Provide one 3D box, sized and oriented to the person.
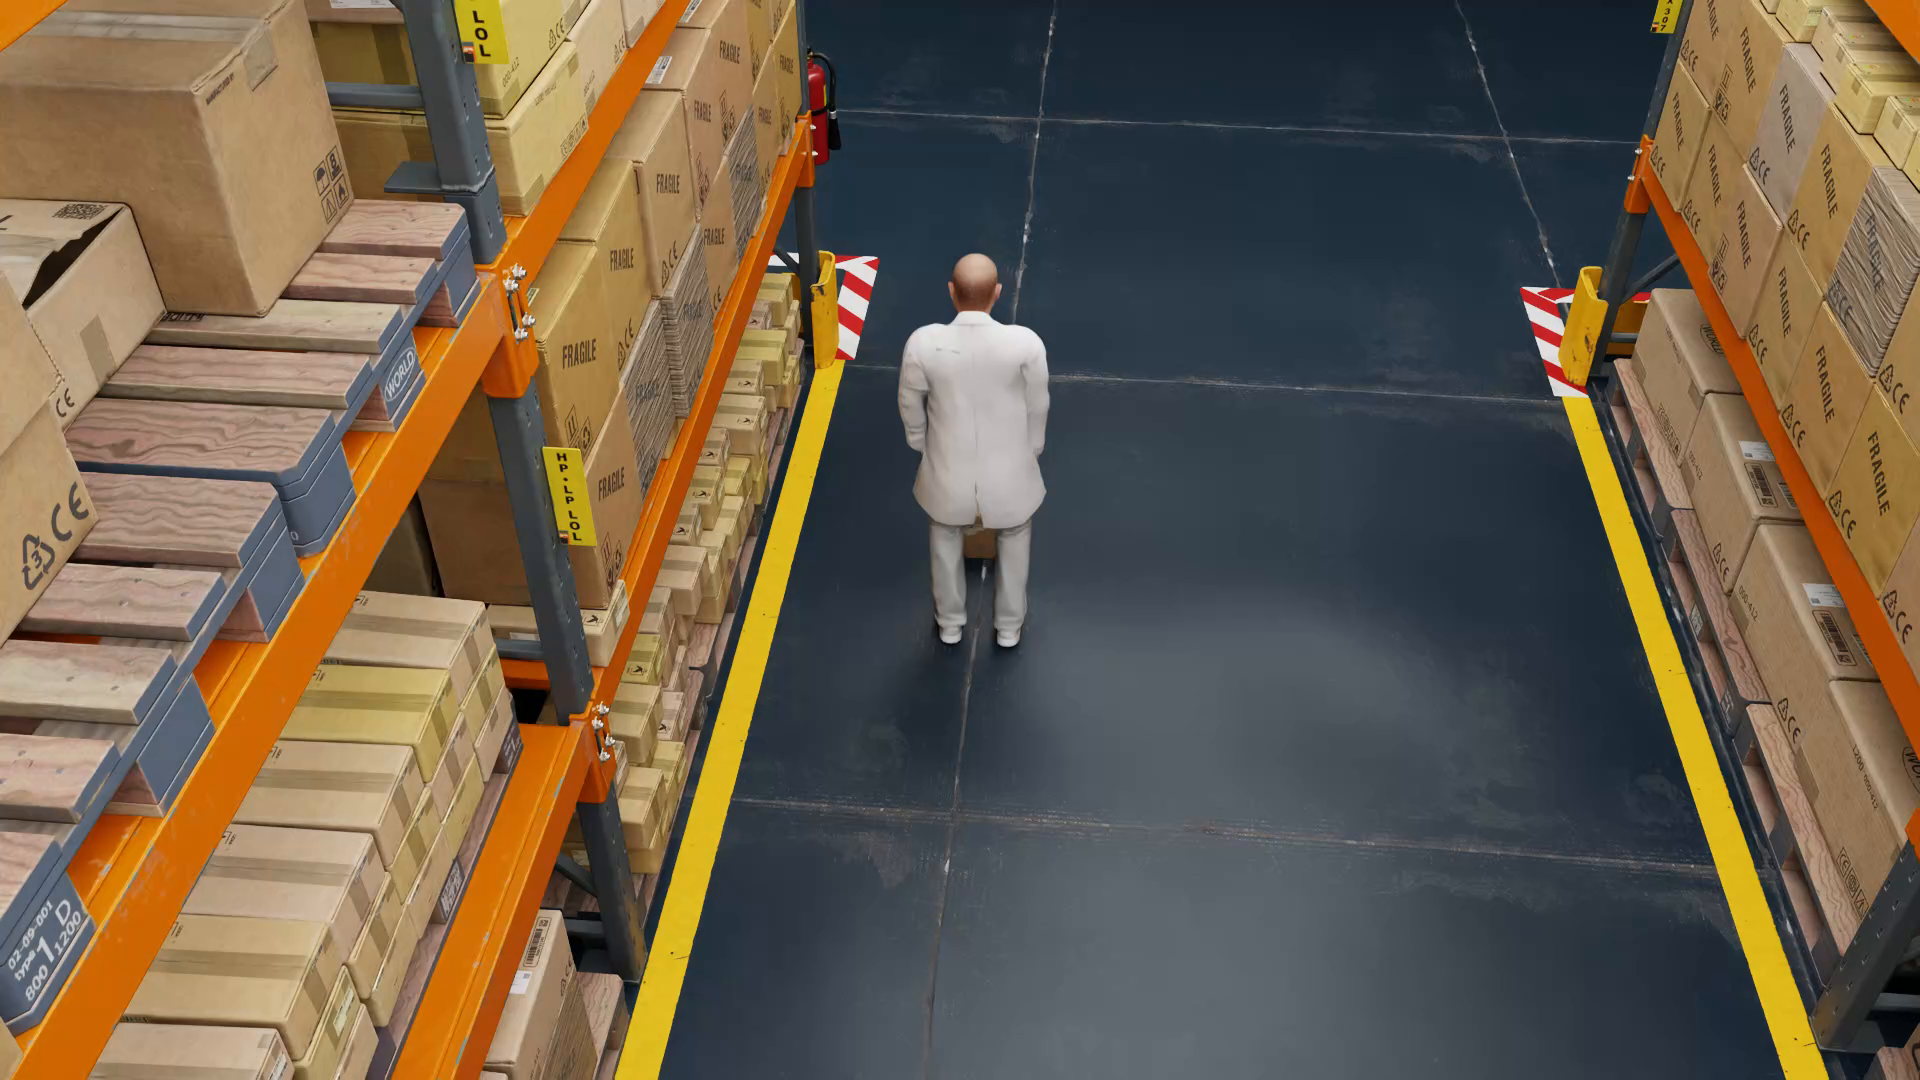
[{"bbox_3d":[0.053,-0.323,6.614,0.591,1.719,0.425,3,40,4],"label":"person"}]
